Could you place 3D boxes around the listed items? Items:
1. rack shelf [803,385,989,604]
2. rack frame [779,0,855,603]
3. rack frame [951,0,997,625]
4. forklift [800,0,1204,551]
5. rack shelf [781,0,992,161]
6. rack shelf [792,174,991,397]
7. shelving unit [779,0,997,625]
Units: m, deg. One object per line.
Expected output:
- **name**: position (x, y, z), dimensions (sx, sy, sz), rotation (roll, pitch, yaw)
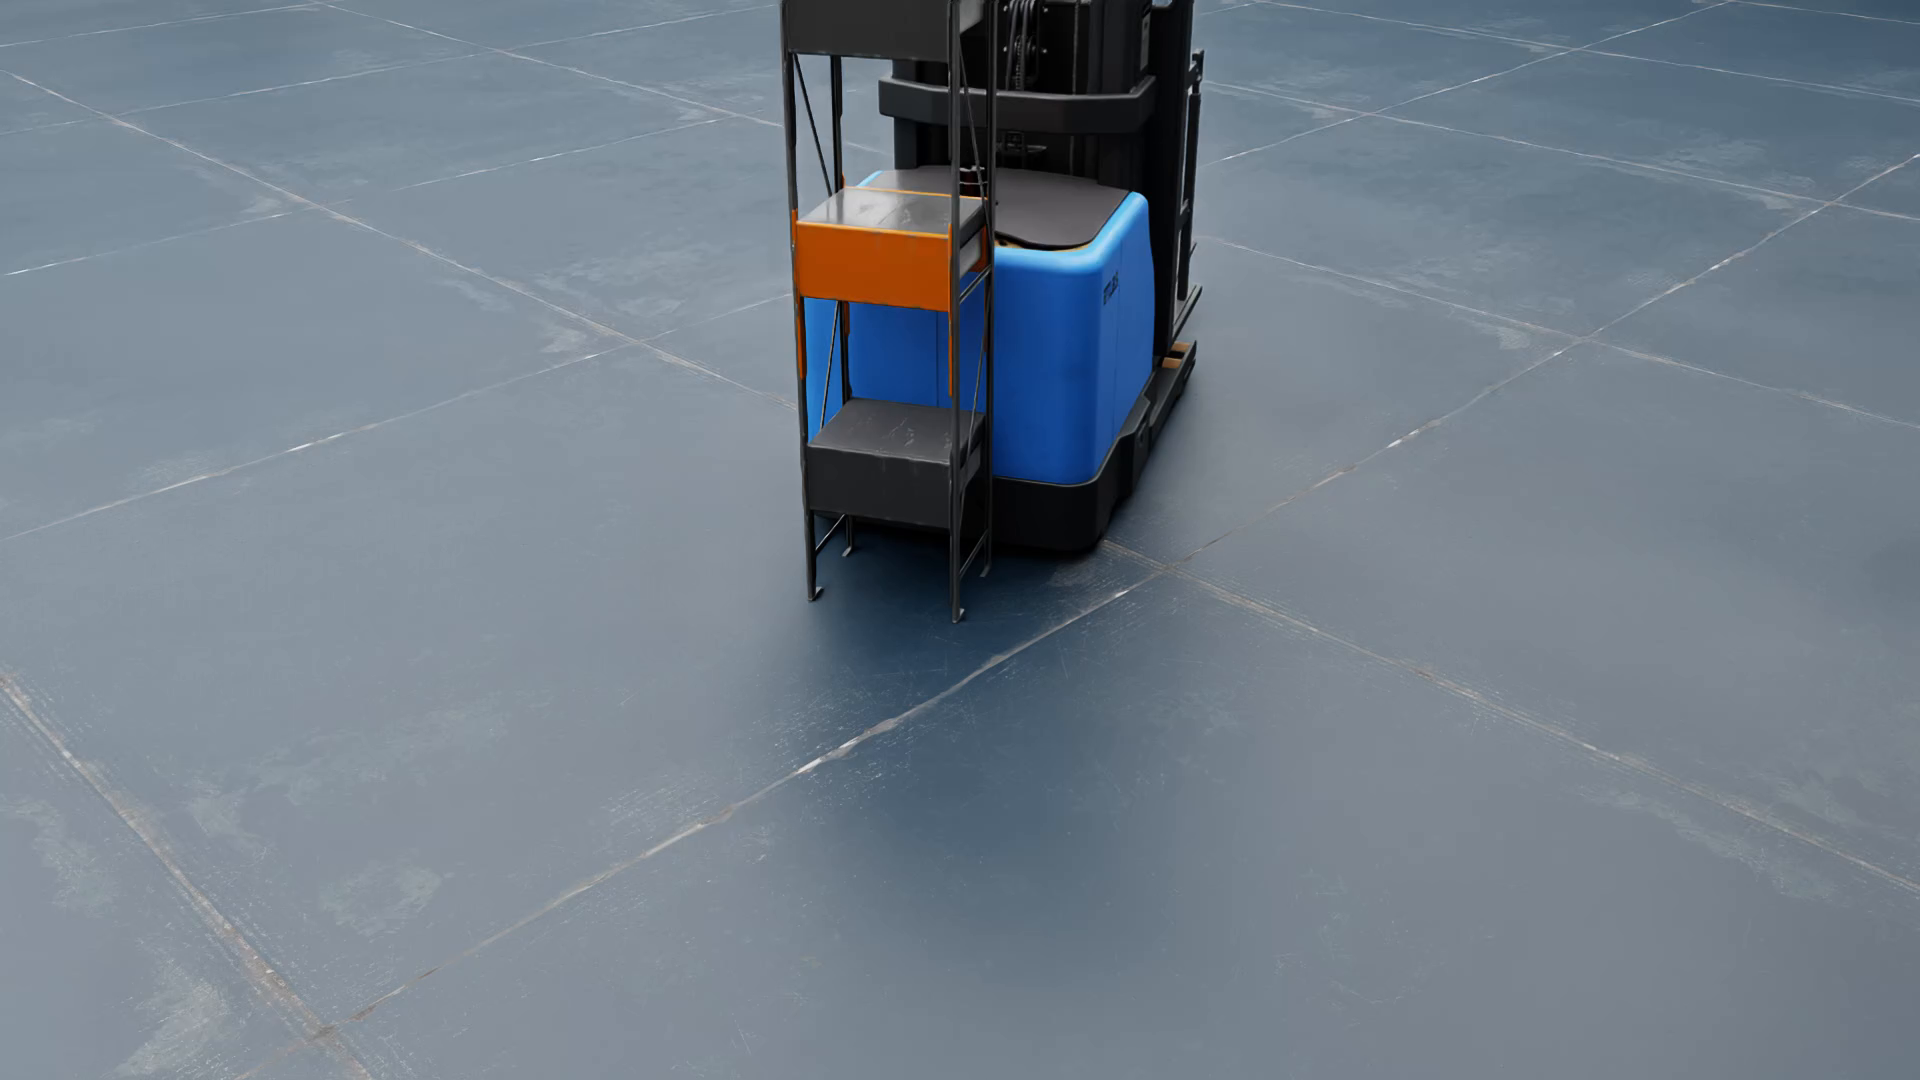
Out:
- **rack shelf**: position (-0.192, -0.152, 5.316), dimensions (0.480, 0.518, 0.431), rotation (8, 29, 15)
- **rack frame**: position (-0.426, -0.817, 5.048), dimensions (0.015, 2.100, 0.400), rotation (8, 29, 15)
- **rack frame**: position (0.041, -0.750, 4.921), dimensions (0.015, 2.100, 0.400), rotation (8, 29, 15)
- **forklift**: position (0.369, -1.929, 6.269), dimensions (1.130, 2.935, 3.031), rotation (8, 29, 15)
- **rack shelf**: position (-0.192, -1.391, 4.665), dimensions (0.480, 0.518, 0.431), rotation (8, 29, 15)
- **rack shelf**: position (-0.192, -0.772, 4.991), dimensions (0.480, 0.518, 0.431), rotation (8, 29, 15)
- **shelving unit**: position (-0.192, -0.784, 4.984), dimensions (0.503, 2.100, 0.431), rotation (8, 29, 15)
